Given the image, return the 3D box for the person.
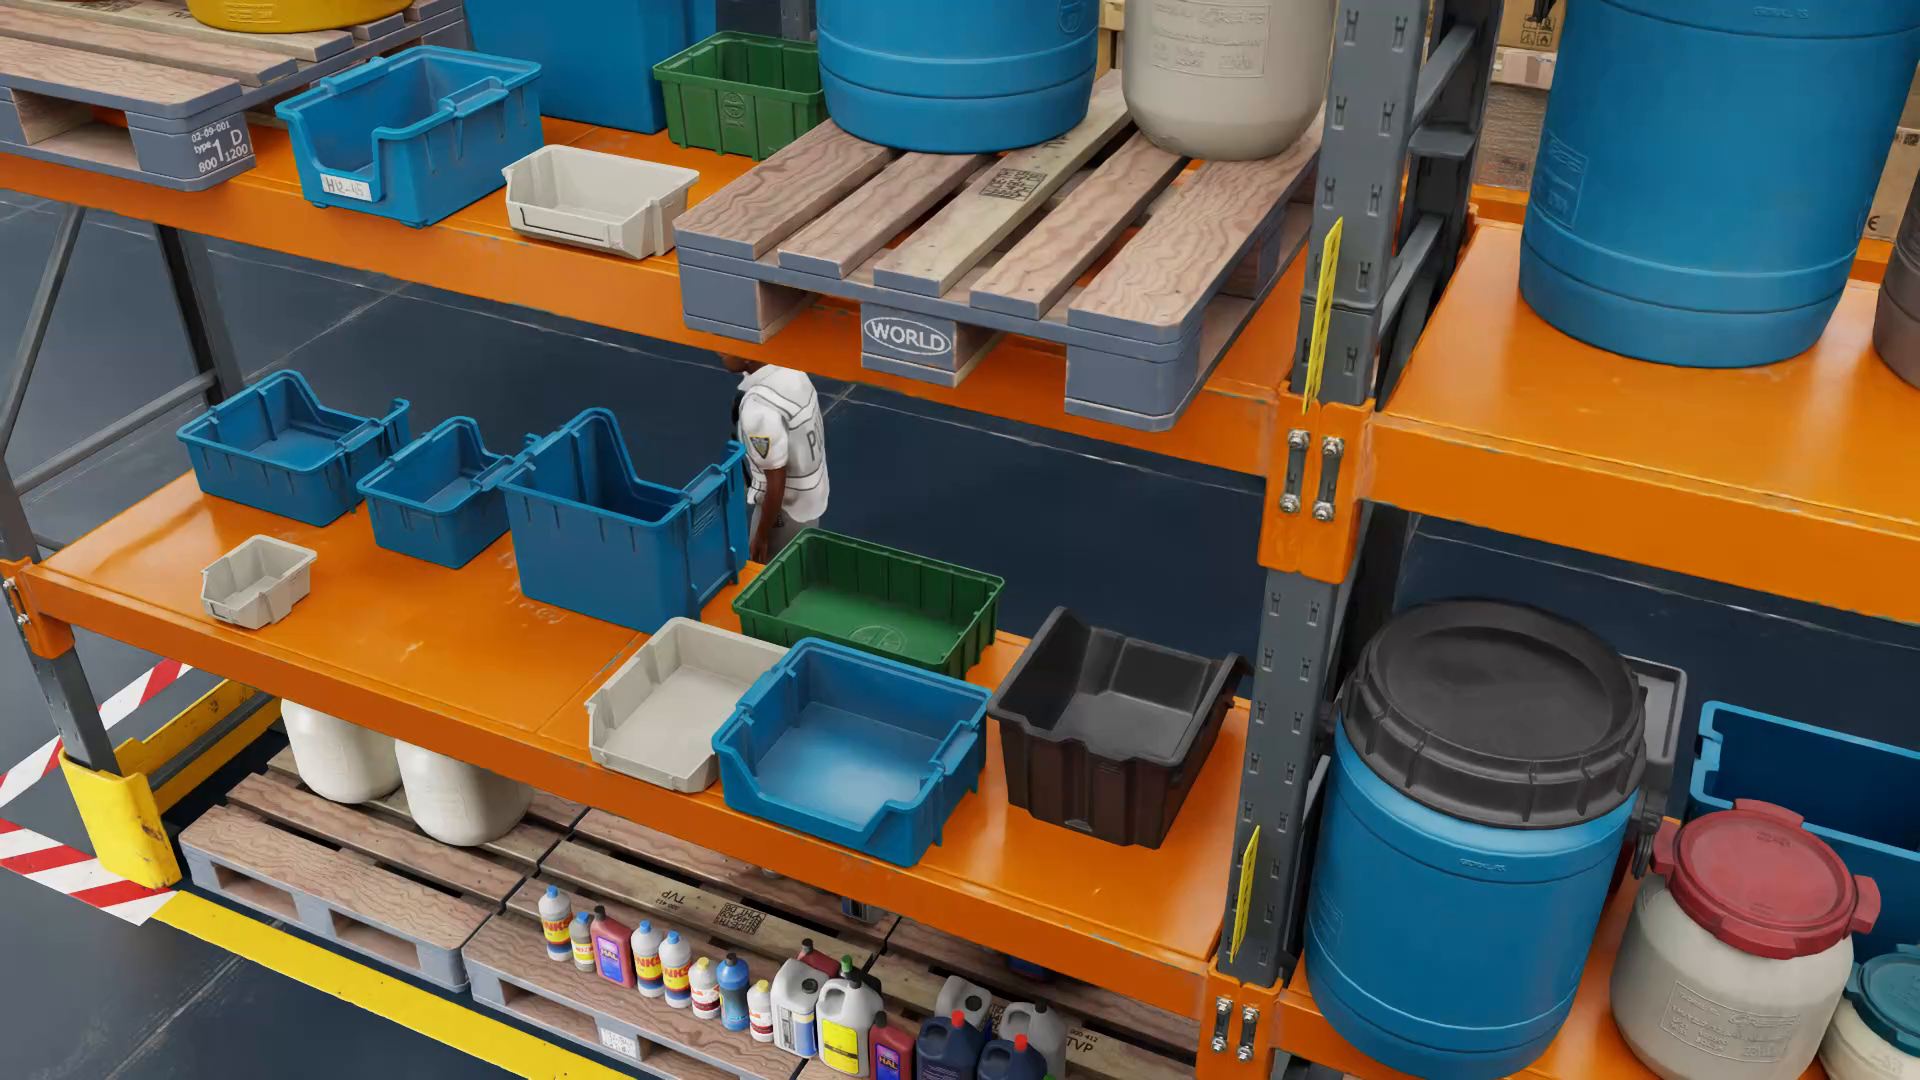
[{"bbox_3d":[-0.696,-0.140,6.348,0.396,1.661,0.526,3,34,4],"label":"person"}]
